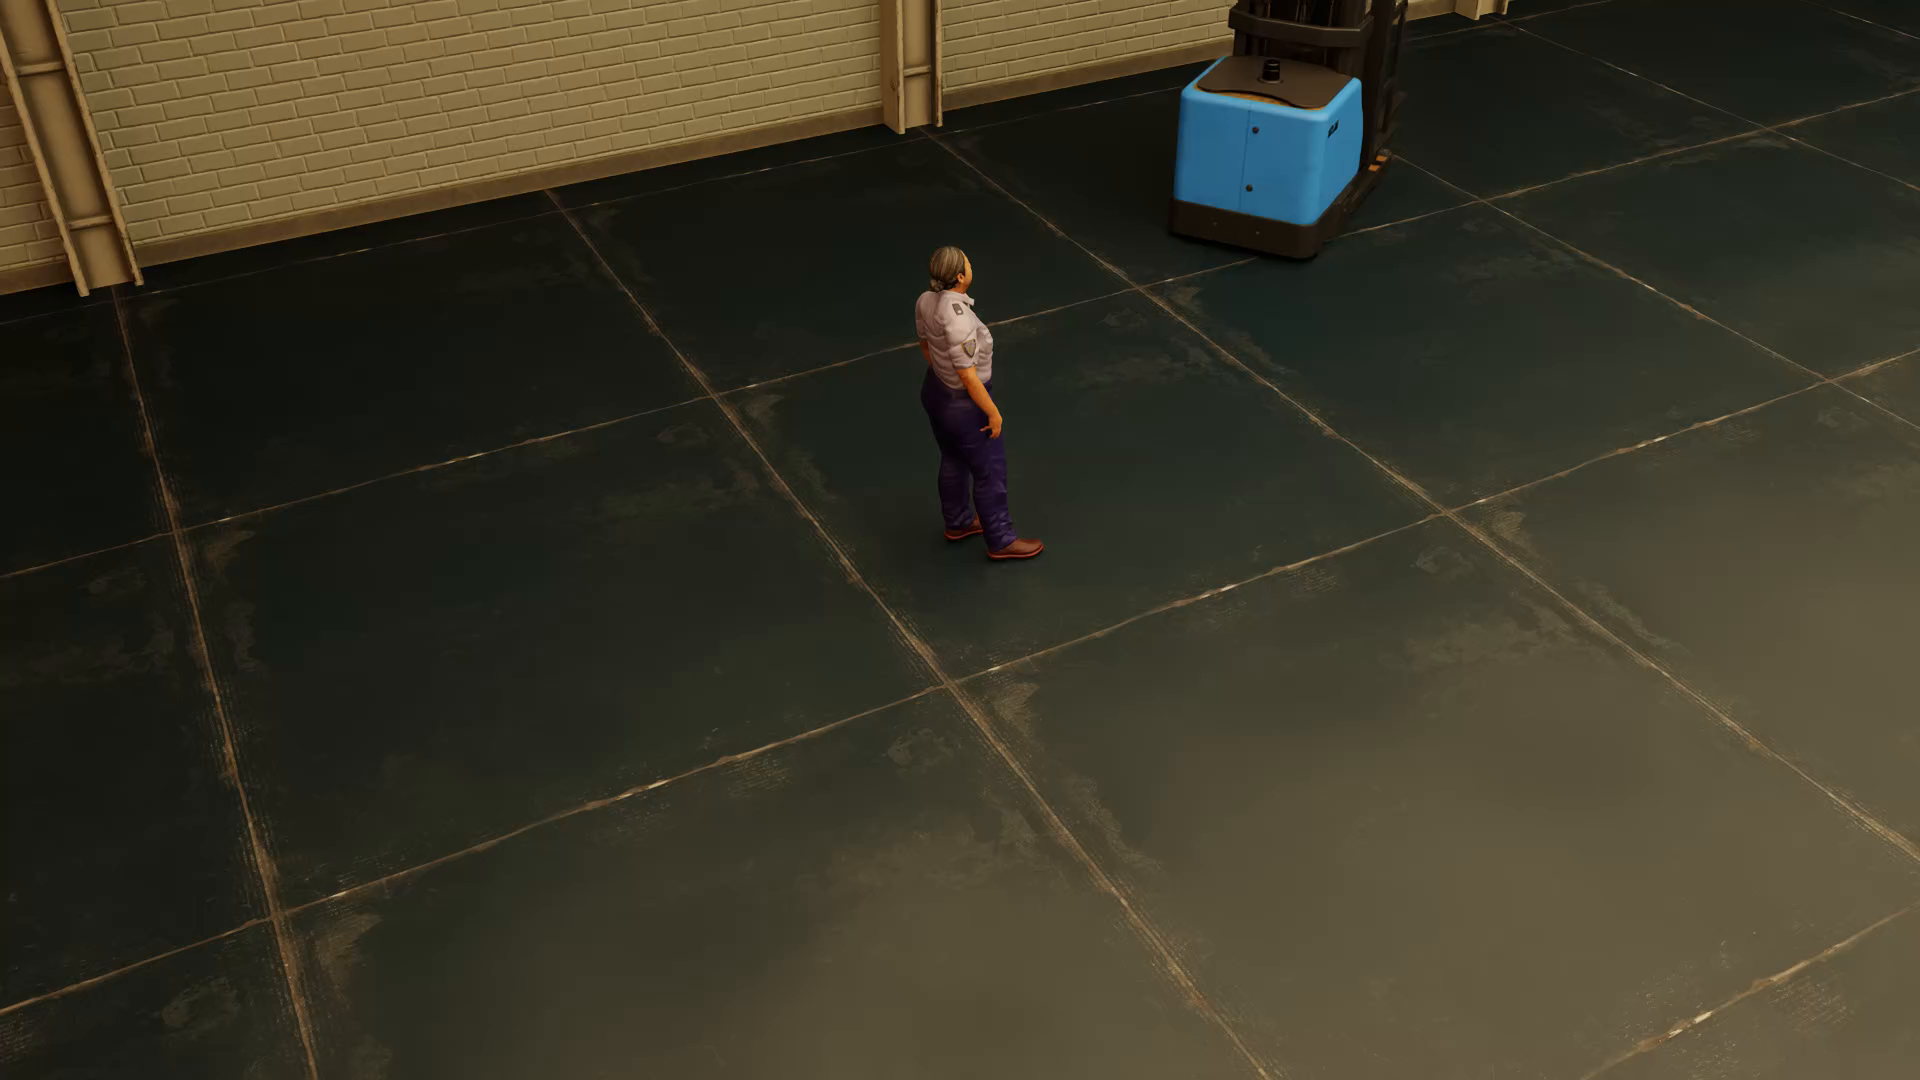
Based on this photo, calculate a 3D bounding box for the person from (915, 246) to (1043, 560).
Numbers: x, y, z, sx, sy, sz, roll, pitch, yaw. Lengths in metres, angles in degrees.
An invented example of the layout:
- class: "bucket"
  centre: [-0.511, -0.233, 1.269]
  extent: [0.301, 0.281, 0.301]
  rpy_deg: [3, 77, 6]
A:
- class: "person"
  centre: [0.090, -0.691, 8.201]
  extent: [0.502, 1.651, 0.598]
  rpy_deg: [-17, 39, -23]

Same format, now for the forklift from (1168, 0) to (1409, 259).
- class: "forklift"
  centre: [2.589, -3.929, 11.681]
  extent: [1.130, 2.935, 3.031]
  rpy_deg: [17, 39, 22]
